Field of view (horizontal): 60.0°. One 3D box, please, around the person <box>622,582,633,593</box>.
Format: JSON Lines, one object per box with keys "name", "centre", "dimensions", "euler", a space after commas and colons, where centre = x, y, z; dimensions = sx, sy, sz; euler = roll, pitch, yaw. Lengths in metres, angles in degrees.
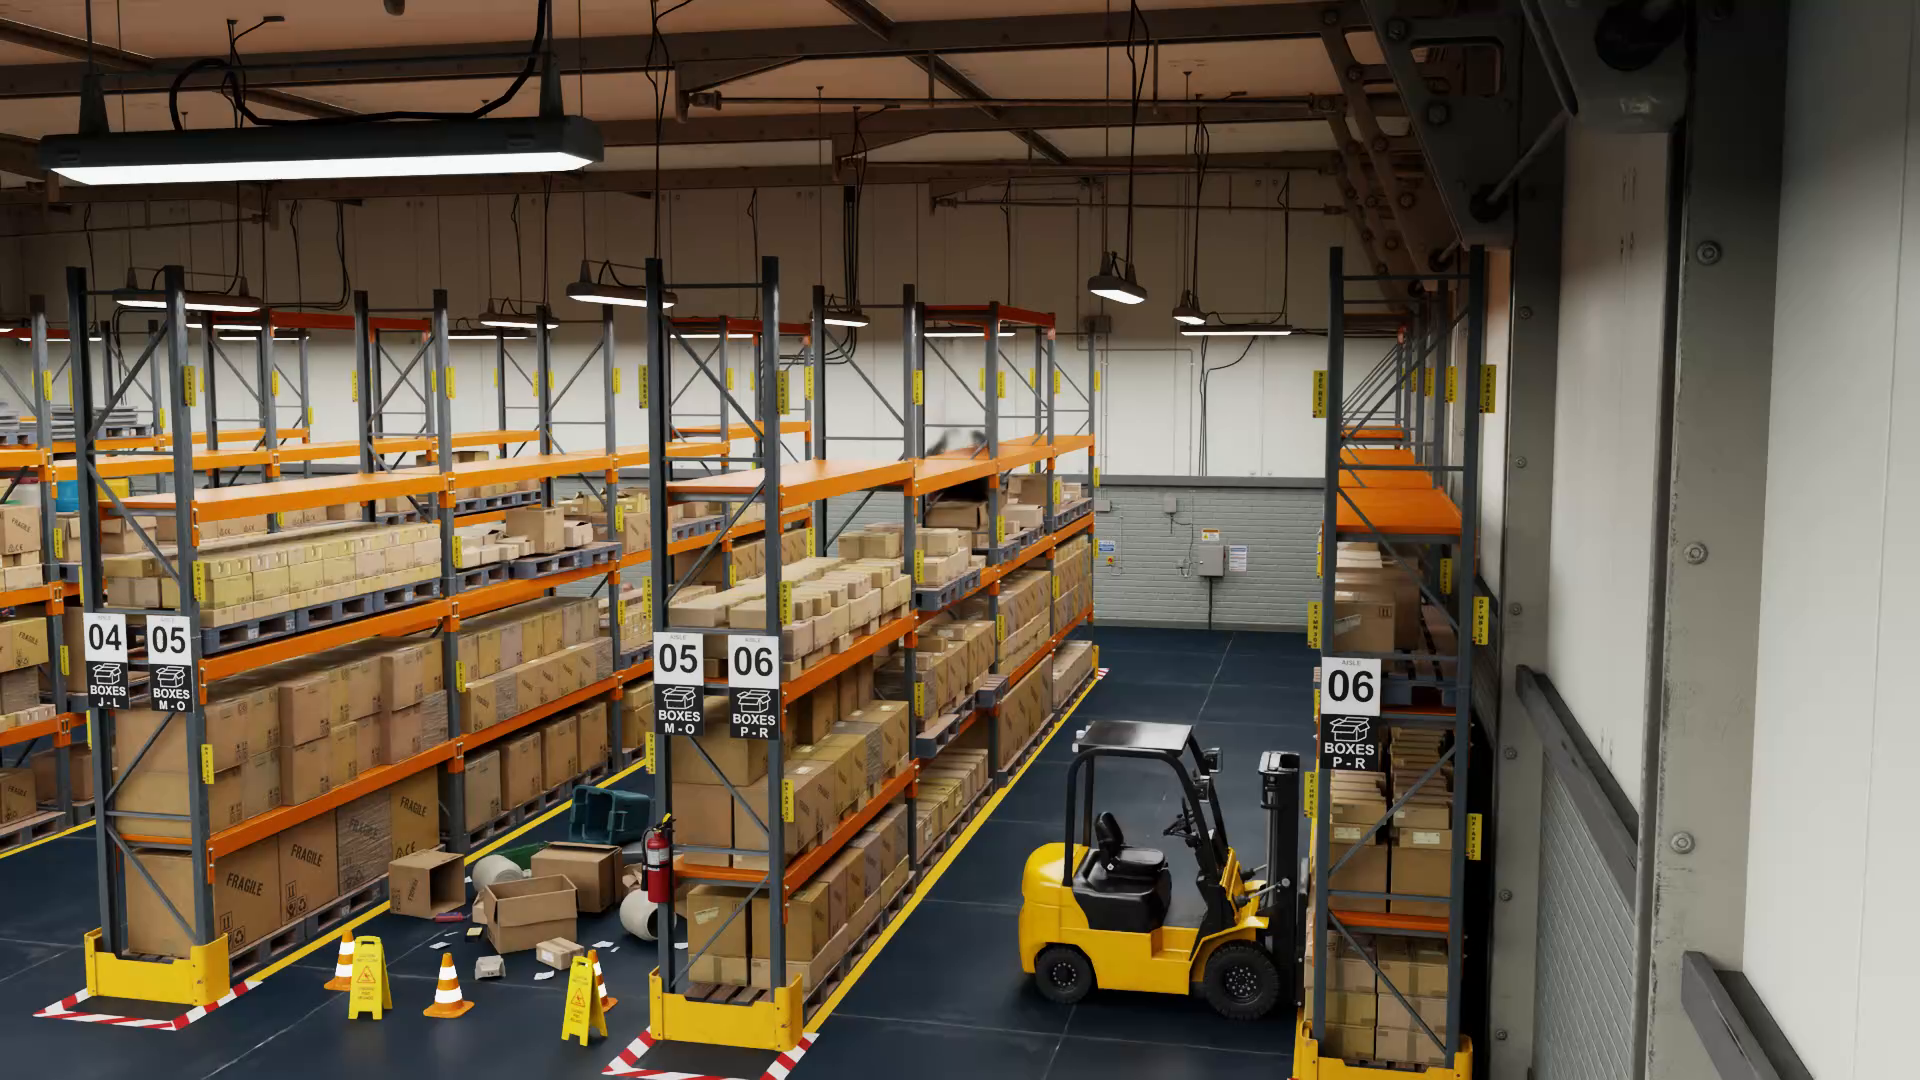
{"name": "person", "centre": [-5.370, 1.561, 26.988], "dimensions": [0.673, 1.770, 0.836], "euler": [1, 6, 13]}
